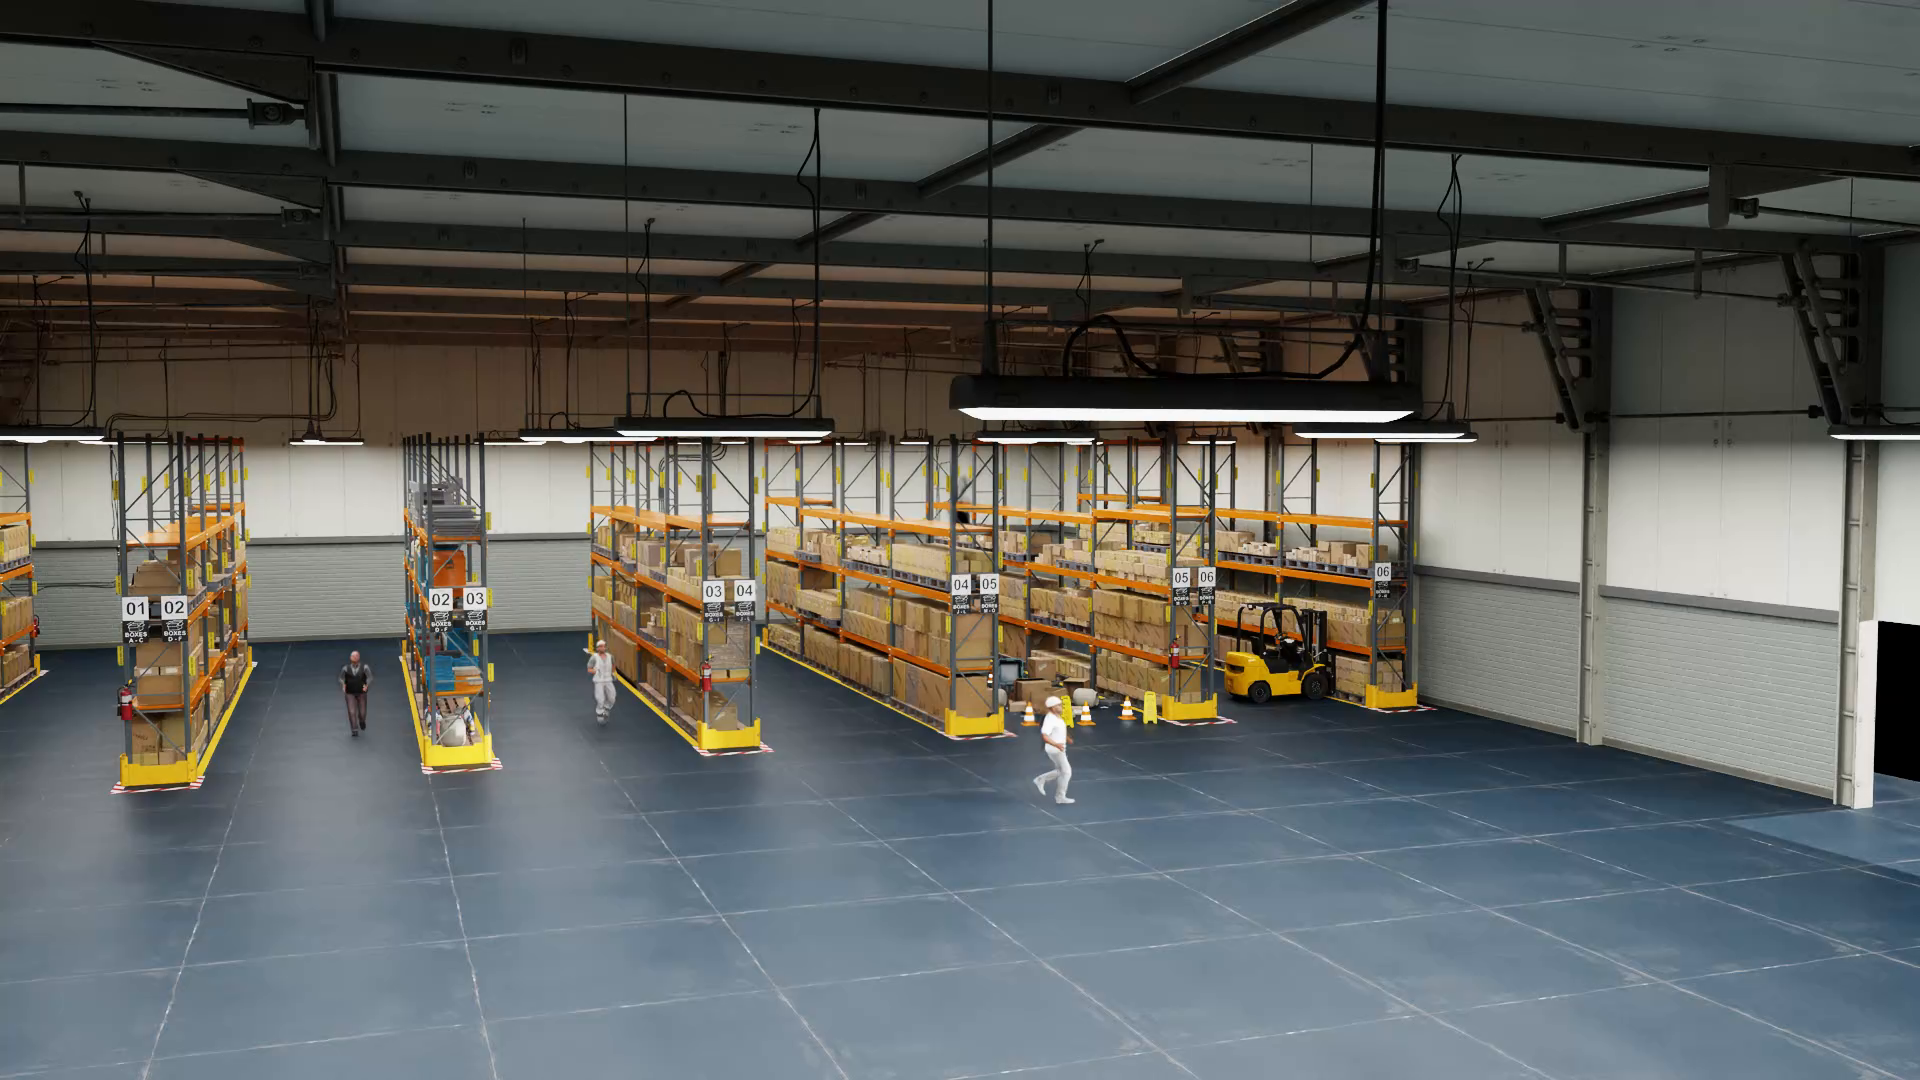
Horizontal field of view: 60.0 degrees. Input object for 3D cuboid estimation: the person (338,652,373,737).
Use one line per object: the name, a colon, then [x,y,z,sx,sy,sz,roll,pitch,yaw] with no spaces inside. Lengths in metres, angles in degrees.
person: [-12.019,3.087,33.067,0.657,1.599,0.612,-1,3,-18]

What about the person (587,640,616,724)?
person: [-7.318,2.934,34.221,0.641,1.746,0.601,-2,4,-30]

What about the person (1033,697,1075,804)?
person: [1.508,3.377,26.758,0.696,1.723,0.704,1,3,13]
